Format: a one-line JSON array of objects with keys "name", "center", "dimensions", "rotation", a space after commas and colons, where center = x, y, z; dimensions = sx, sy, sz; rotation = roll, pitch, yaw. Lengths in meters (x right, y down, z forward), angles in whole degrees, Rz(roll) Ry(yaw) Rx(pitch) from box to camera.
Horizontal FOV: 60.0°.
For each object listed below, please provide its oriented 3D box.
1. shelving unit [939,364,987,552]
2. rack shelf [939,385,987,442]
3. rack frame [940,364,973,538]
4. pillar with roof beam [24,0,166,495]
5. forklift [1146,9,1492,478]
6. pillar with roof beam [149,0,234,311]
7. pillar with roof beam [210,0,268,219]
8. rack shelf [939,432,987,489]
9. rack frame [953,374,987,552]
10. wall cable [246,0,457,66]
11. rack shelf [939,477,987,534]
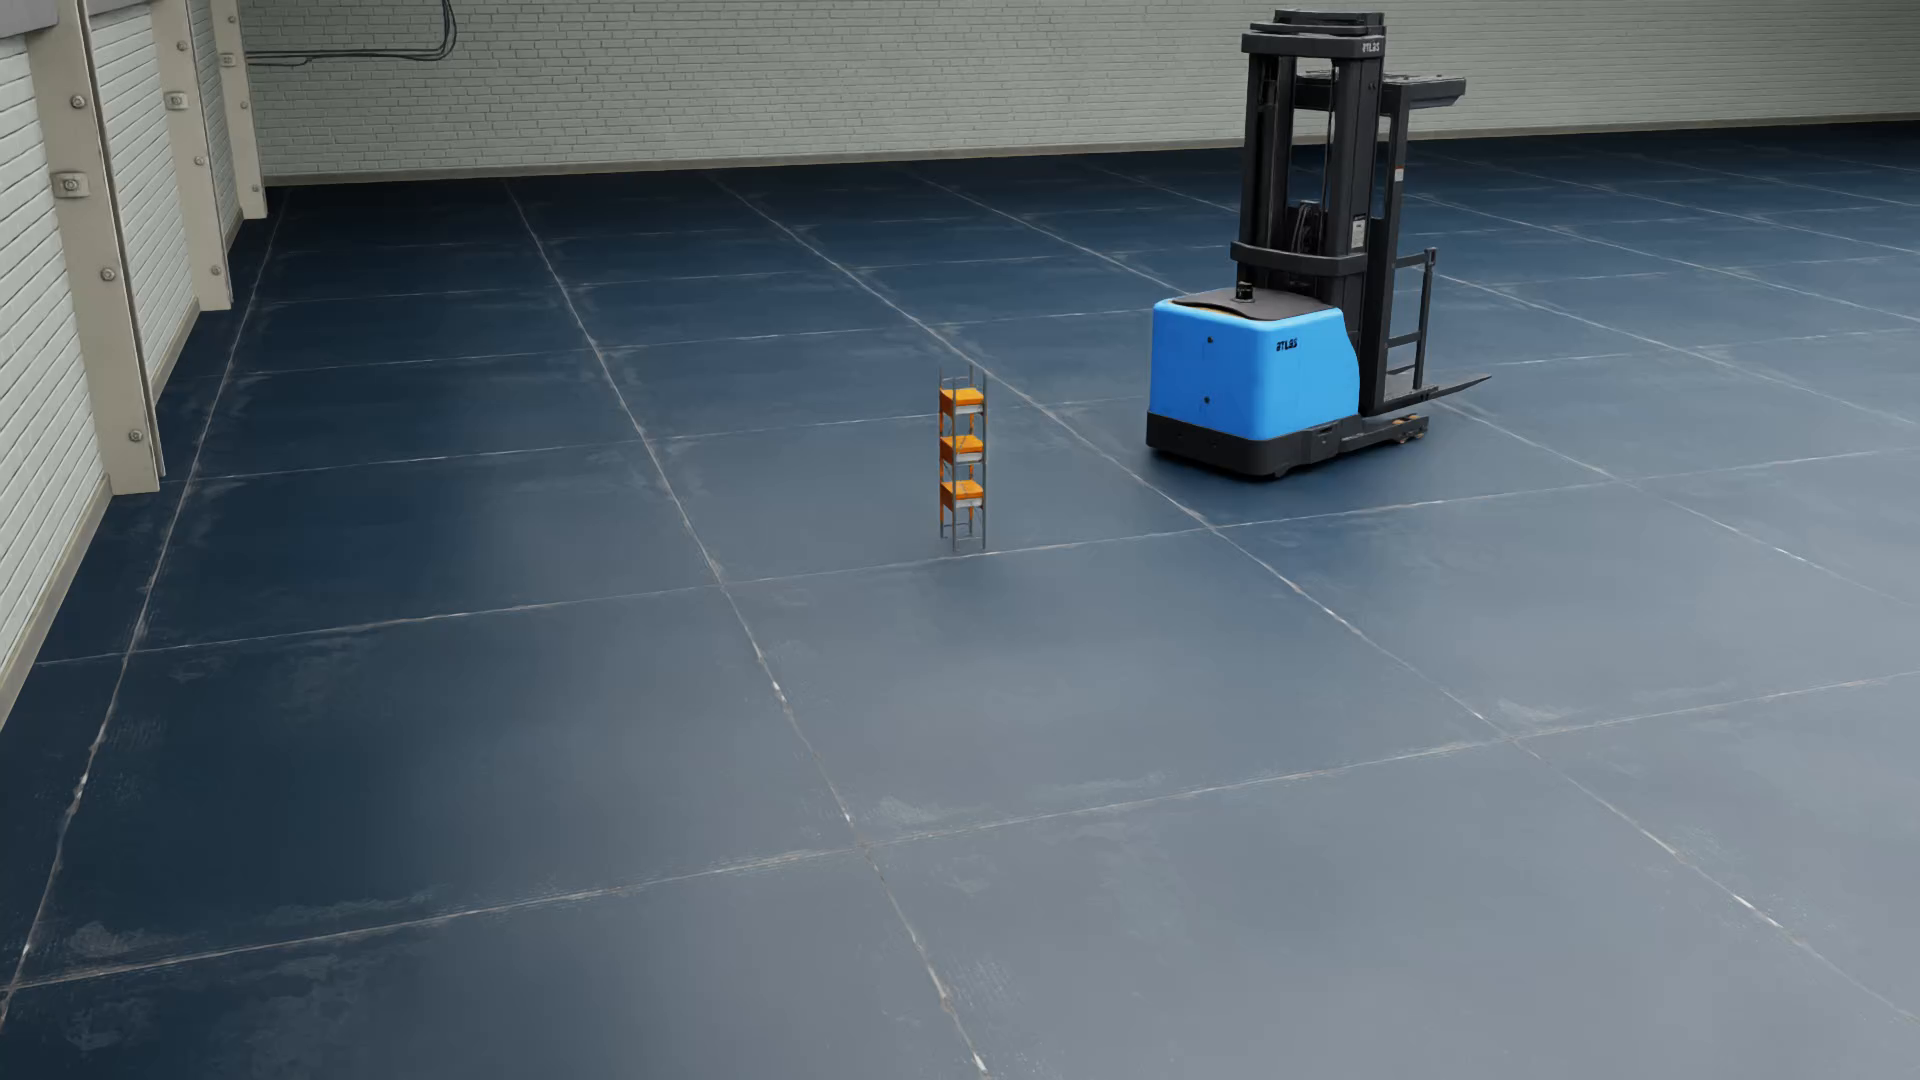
[{"name": "shelving unit", "center": [0.017, -0.477, 9.691], "dimensions": [0.215, 1.050, 0.252], "rotation": [-6, 21, -17]}, {"name": "rack shelf", "center": [0.017, -0.734, 9.599], "dimensions": [0.215, 0.259, 0.240], "rotation": [-6, 21, -17]}, {"name": "rack frame", "center": [-0.022, -0.516, 9.800], "dimensions": [0.200, 1.050, 0.008], "rotation": [-6, 21, -17]}, {"name": "pillar with roof beam", "center": [-1.325, -5.057, 10.682], "dimensions": [9.100, 9.000, 0.400], "rotation": [-6, 21, -17]}, {"name": "forklift", "center": [2.735, -2.187, 11.668], "dimensions": [3.031, 2.935, 1.130], "rotation": [-16, 25, -38]}, {"name": "pillar with roof beam", "center": [-3.210, -6.982, 16.043], "dimensions": [9.100, 9.000, 0.400], "rotation": [-6, 21, -17]}, {"name": "pillar with roof beam", "center": [-5.096, -8.907, 21.403], "dimensions": [9.100, 9.000, 0.400], "rotation": [-6, 21, -17]}, {"name": "rack shelf", "center": [0.017, -0.467, 9.695], "dimensions": [0.215, 0.259, 0.240], "rotation": [-6, 21, -17]}, {"name": "rack frame", "center": [0.055, -0.438, 9.582], "dimensions": [0.200, 1.050, 0.008], "rotation": [-6, 21, -17]}, {"name": "wall cable", "center": [-8.854, -8.075, 23.678], "dimensions": [3.097, 2.526, 0.112], "rotation": [-6, 21, -17]}, {"name": "rack shelf", "center": [0.017, -0.205, 9.789], "dimensions": [0.215, 0.259, 0.240], "rotation": [-6, 21, -17]}]
